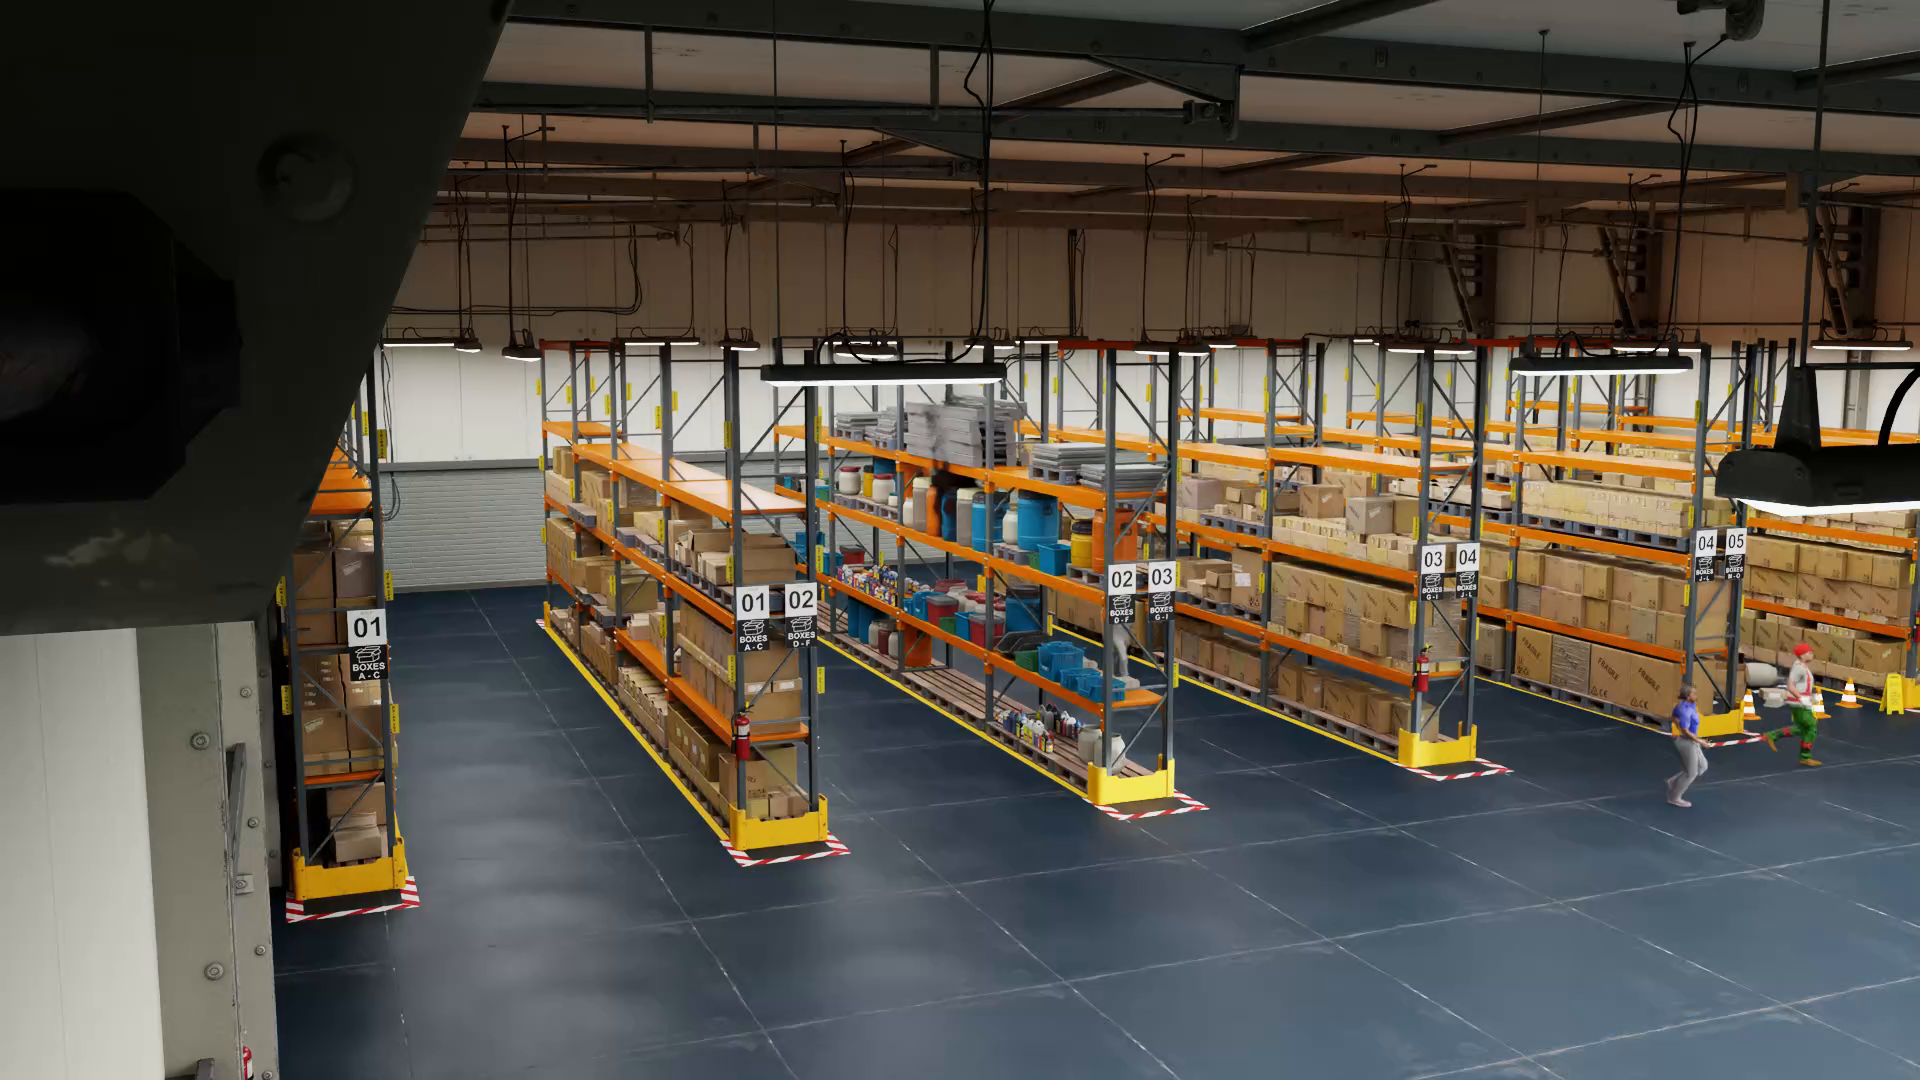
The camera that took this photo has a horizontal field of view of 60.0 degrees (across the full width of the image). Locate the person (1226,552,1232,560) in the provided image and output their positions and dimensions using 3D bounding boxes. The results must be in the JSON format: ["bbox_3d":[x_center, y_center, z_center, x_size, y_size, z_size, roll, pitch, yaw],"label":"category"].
[{"bbox_3d":[7.046,0.005,42.259,0.689,1.746,0.632,-3,8,-23],"label":"person"}]

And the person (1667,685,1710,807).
[{"bbox_3d":[9.590,2.702,21.878,0.495,1.618,0.586,3,8,20],"label":"person"}]

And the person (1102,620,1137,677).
[{"bbox_3d":[2.796,1.739,28.813,0.568,1.680,0.882,-5,9,-32],"label":"person"}]

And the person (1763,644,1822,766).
[{"bbox_3d":[12.047,2.350,23.987,0.787,1.751,0.693,4,8,28],"label":"person"}]

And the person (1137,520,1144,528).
[{"bbox_3d":[4.145,0.344,39.484,0.762,1.710,0.610,-1,8,-9],"label":"person"}]
